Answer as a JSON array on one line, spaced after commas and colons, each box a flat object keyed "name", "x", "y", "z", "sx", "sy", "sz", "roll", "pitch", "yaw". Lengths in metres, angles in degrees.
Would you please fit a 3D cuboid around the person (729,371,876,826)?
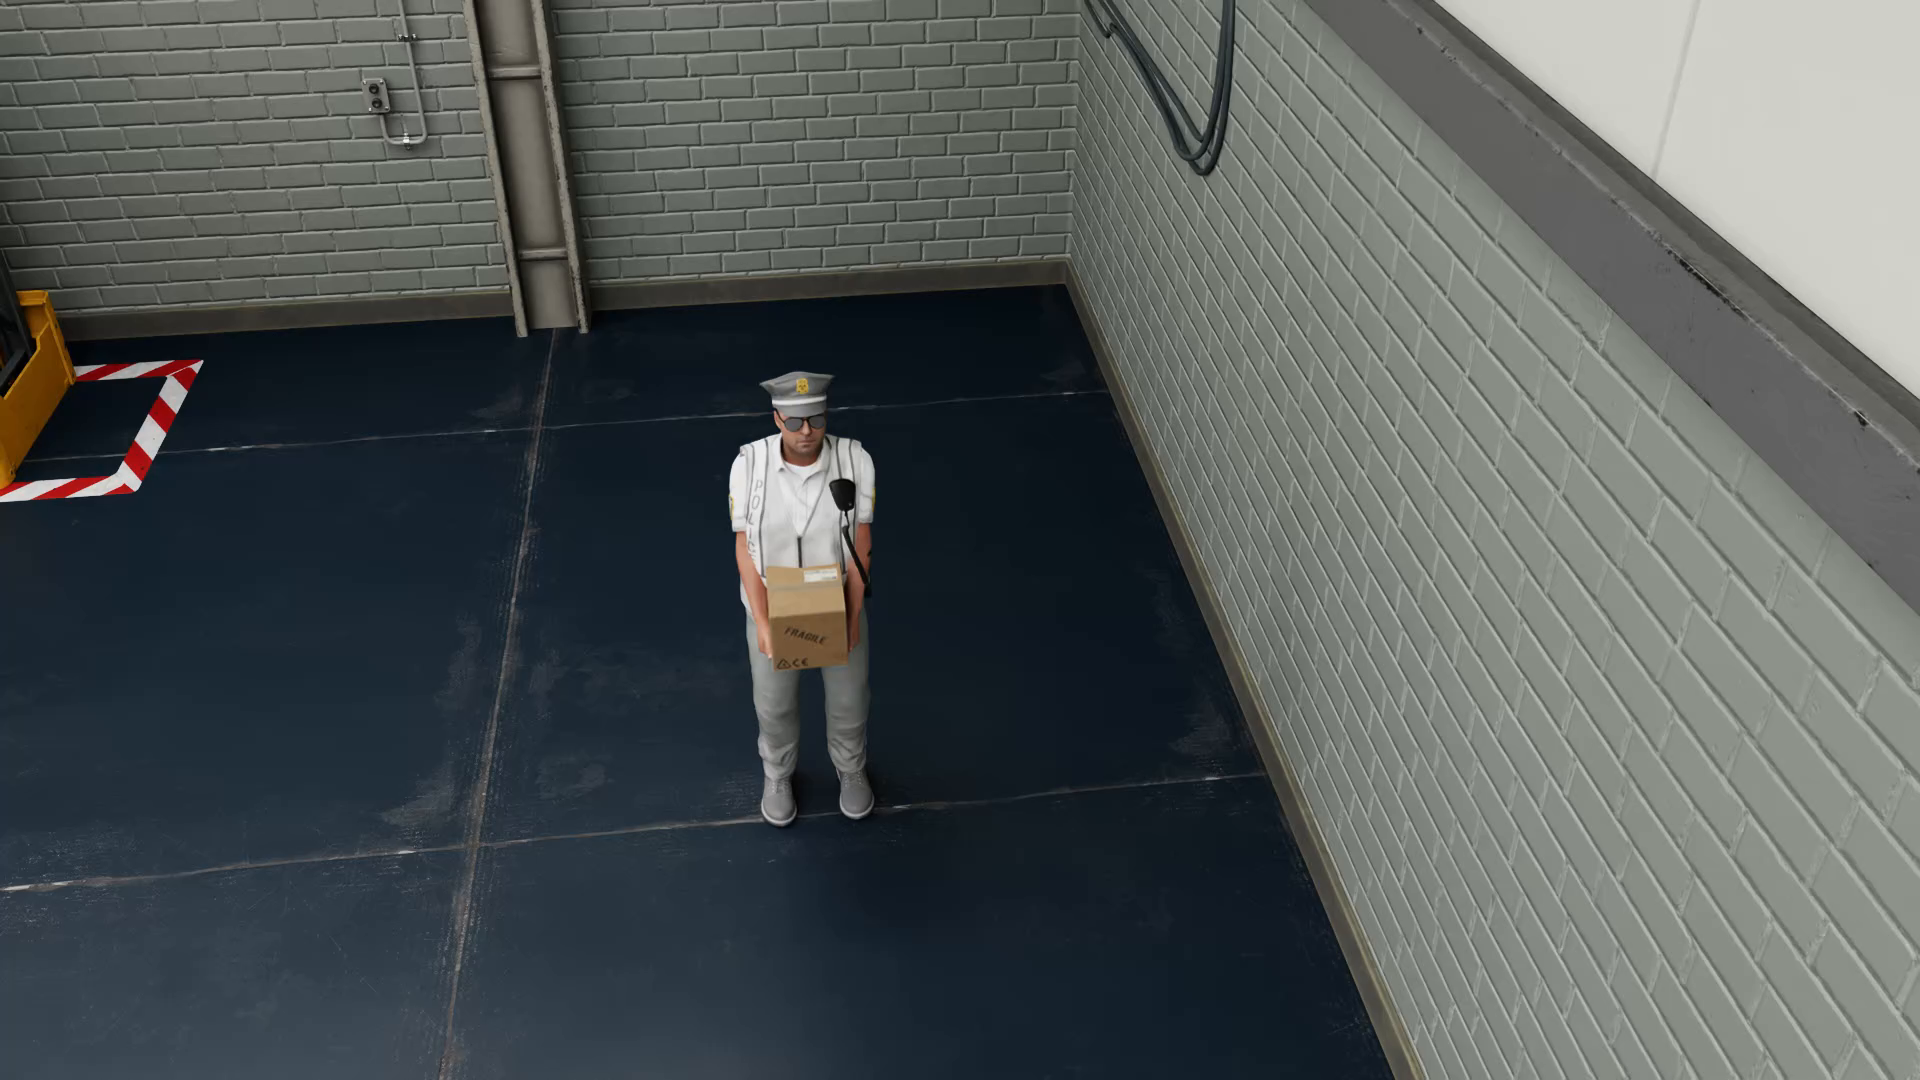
[{"name": "person", "x": -0.516, "y": 0.249, "z": 5.758, "sx": 0.494, "sy": 1.768, "sz": 0.564, "roll": -4, "pitch": 35, "yaw": -6}]
